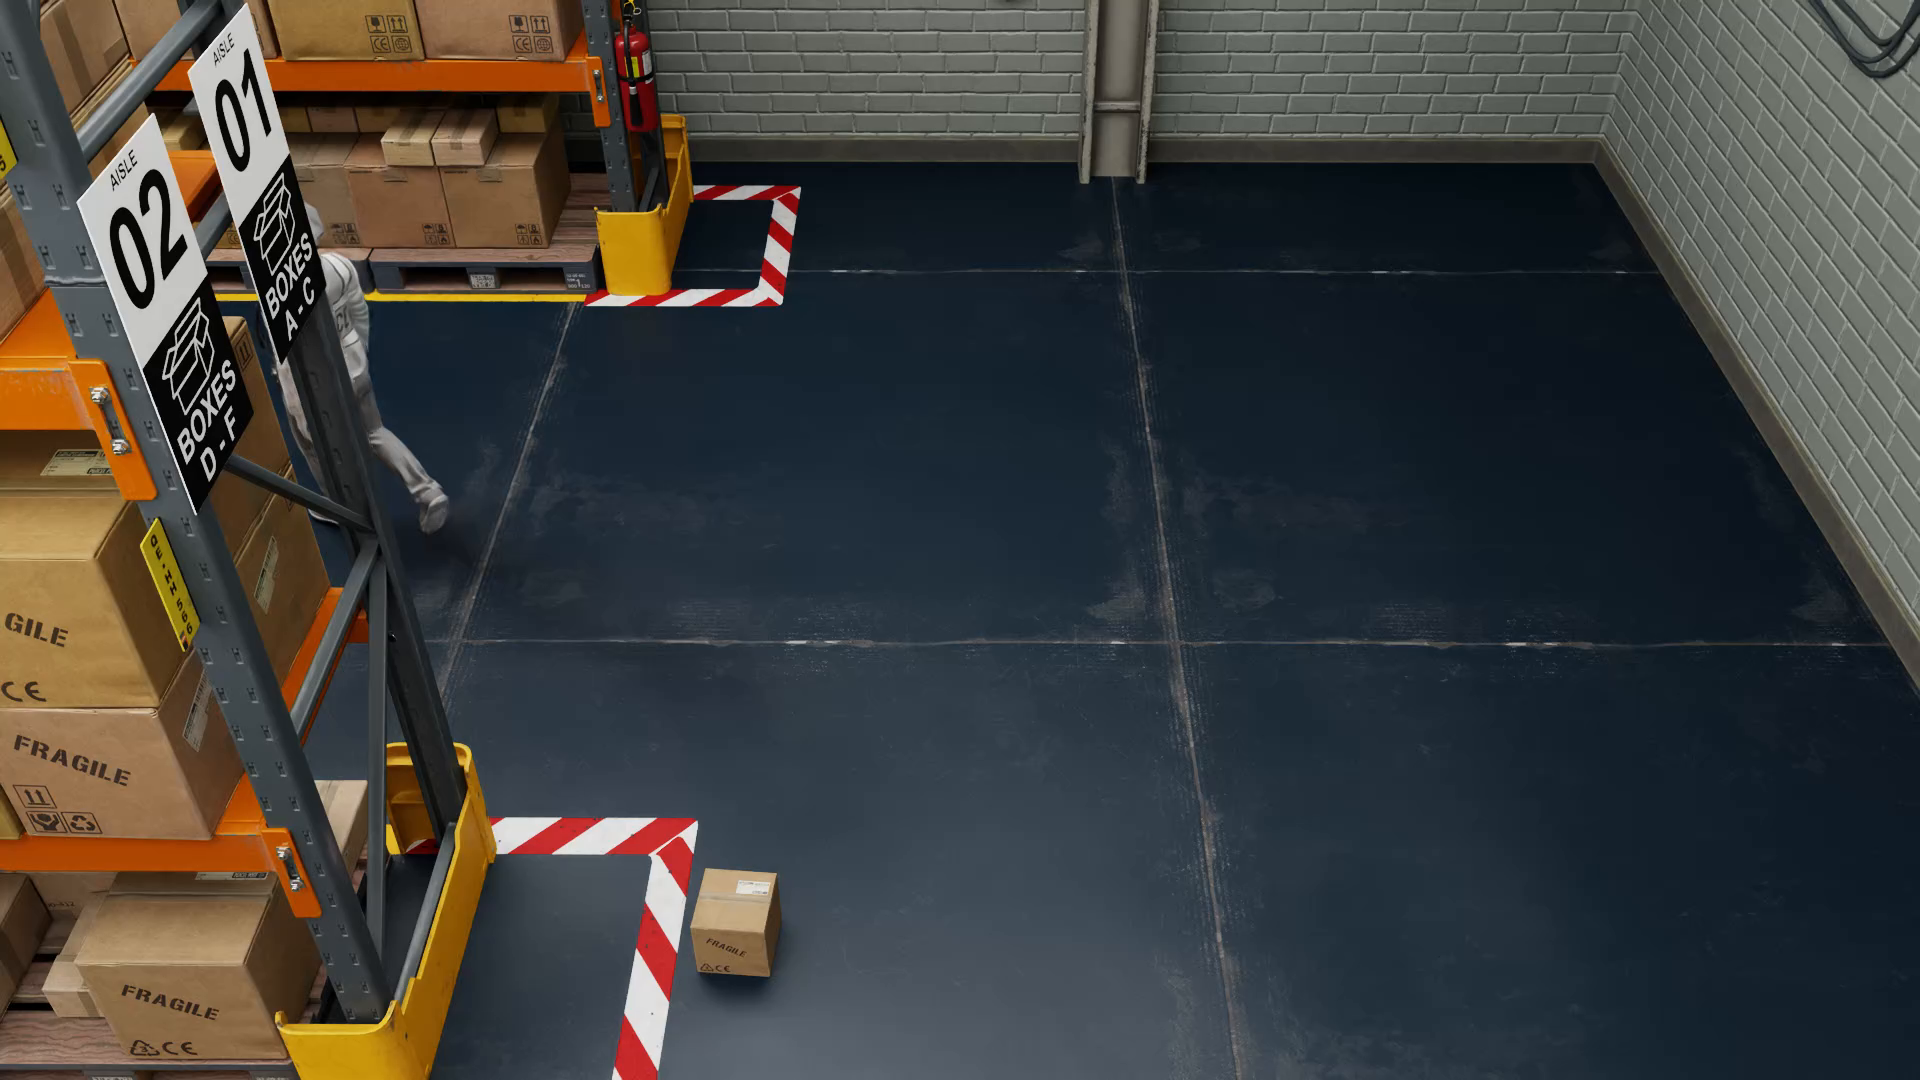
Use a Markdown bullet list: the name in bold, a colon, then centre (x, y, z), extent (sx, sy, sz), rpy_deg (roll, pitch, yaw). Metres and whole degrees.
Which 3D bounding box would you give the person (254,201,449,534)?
- **person**: centre (-2.609, -0.677, 6.929), extent (0.790, 1.658, 0.497), rpy_deg (25, 46, 27)
